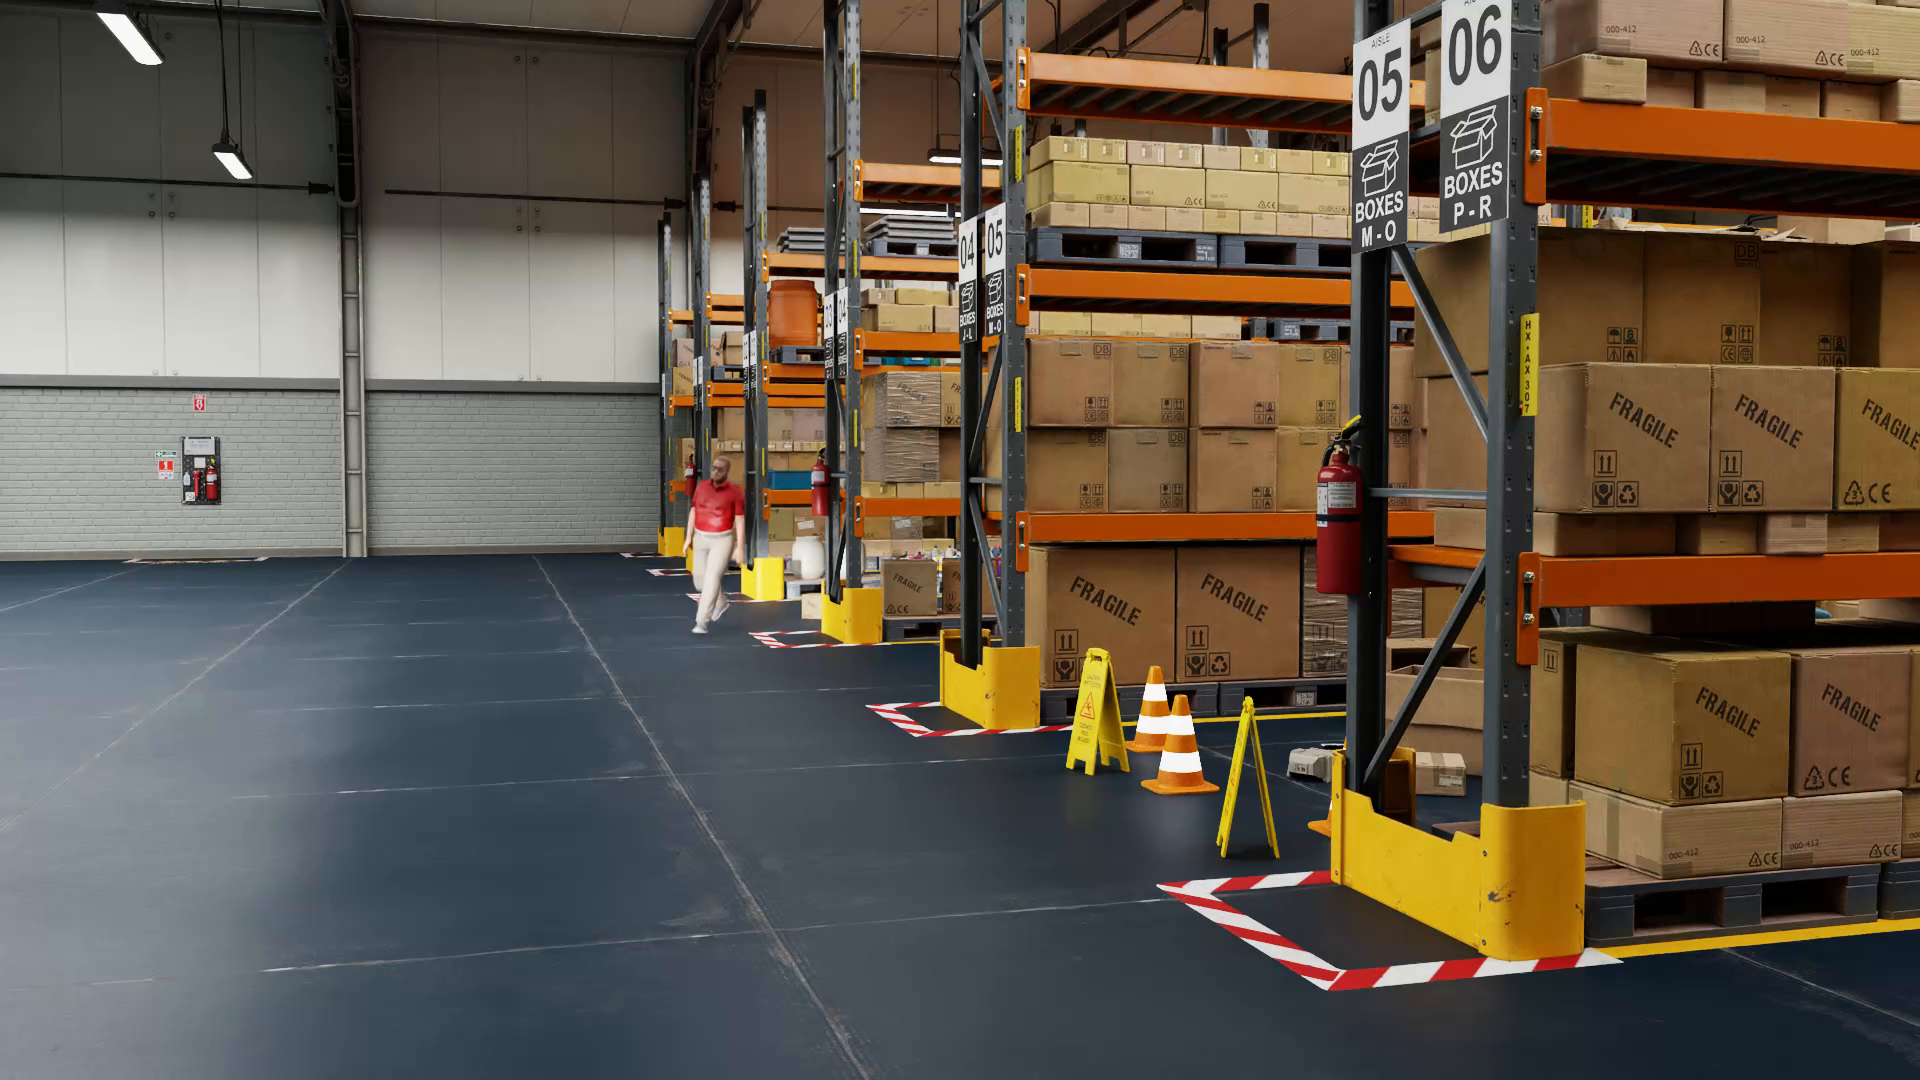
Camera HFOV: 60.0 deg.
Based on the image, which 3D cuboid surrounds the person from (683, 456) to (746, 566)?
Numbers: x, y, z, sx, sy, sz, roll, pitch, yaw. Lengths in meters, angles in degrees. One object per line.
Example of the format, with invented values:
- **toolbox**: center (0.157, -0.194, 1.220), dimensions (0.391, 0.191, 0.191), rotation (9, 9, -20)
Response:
- **person**: center (-2.370, -0.275, 15.890), dimensions (0.632, 1.058, 0.314), rotation (1, 3, 14)
